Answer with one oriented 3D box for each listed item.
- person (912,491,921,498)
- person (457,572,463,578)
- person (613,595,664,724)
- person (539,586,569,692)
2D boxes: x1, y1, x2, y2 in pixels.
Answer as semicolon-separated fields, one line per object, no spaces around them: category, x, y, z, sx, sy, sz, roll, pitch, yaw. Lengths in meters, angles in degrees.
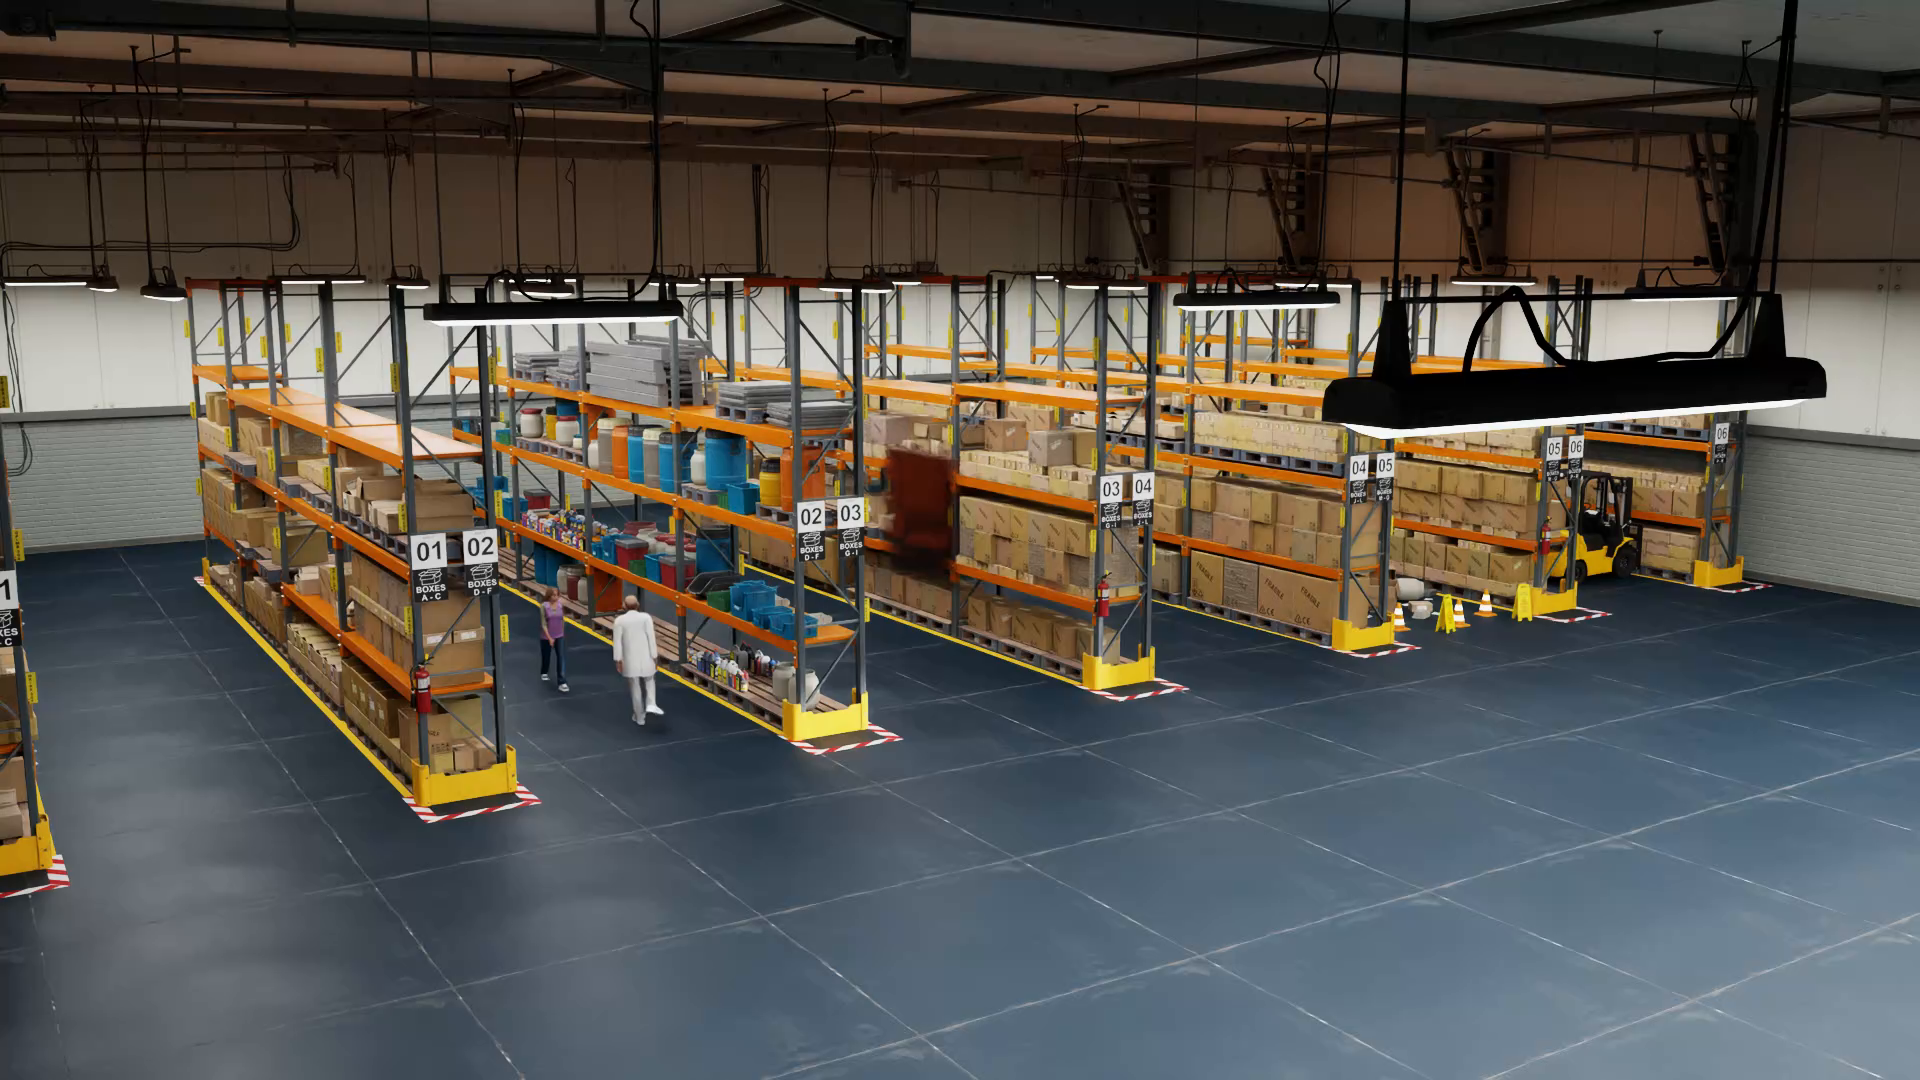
person;-0.853;-0.176;33.748;0.602;1.671;1.100;-7;12;-35
person;-9.472;0.264;31.661;0.409;1.543;0.952;-5;11;-26
person;-4.425;1.650;22.867;0.633;1.773;0.581;-4;10;-21
person;-6.044;1.444;24.785;0.401;1.517;0.986;-5;11;-29
